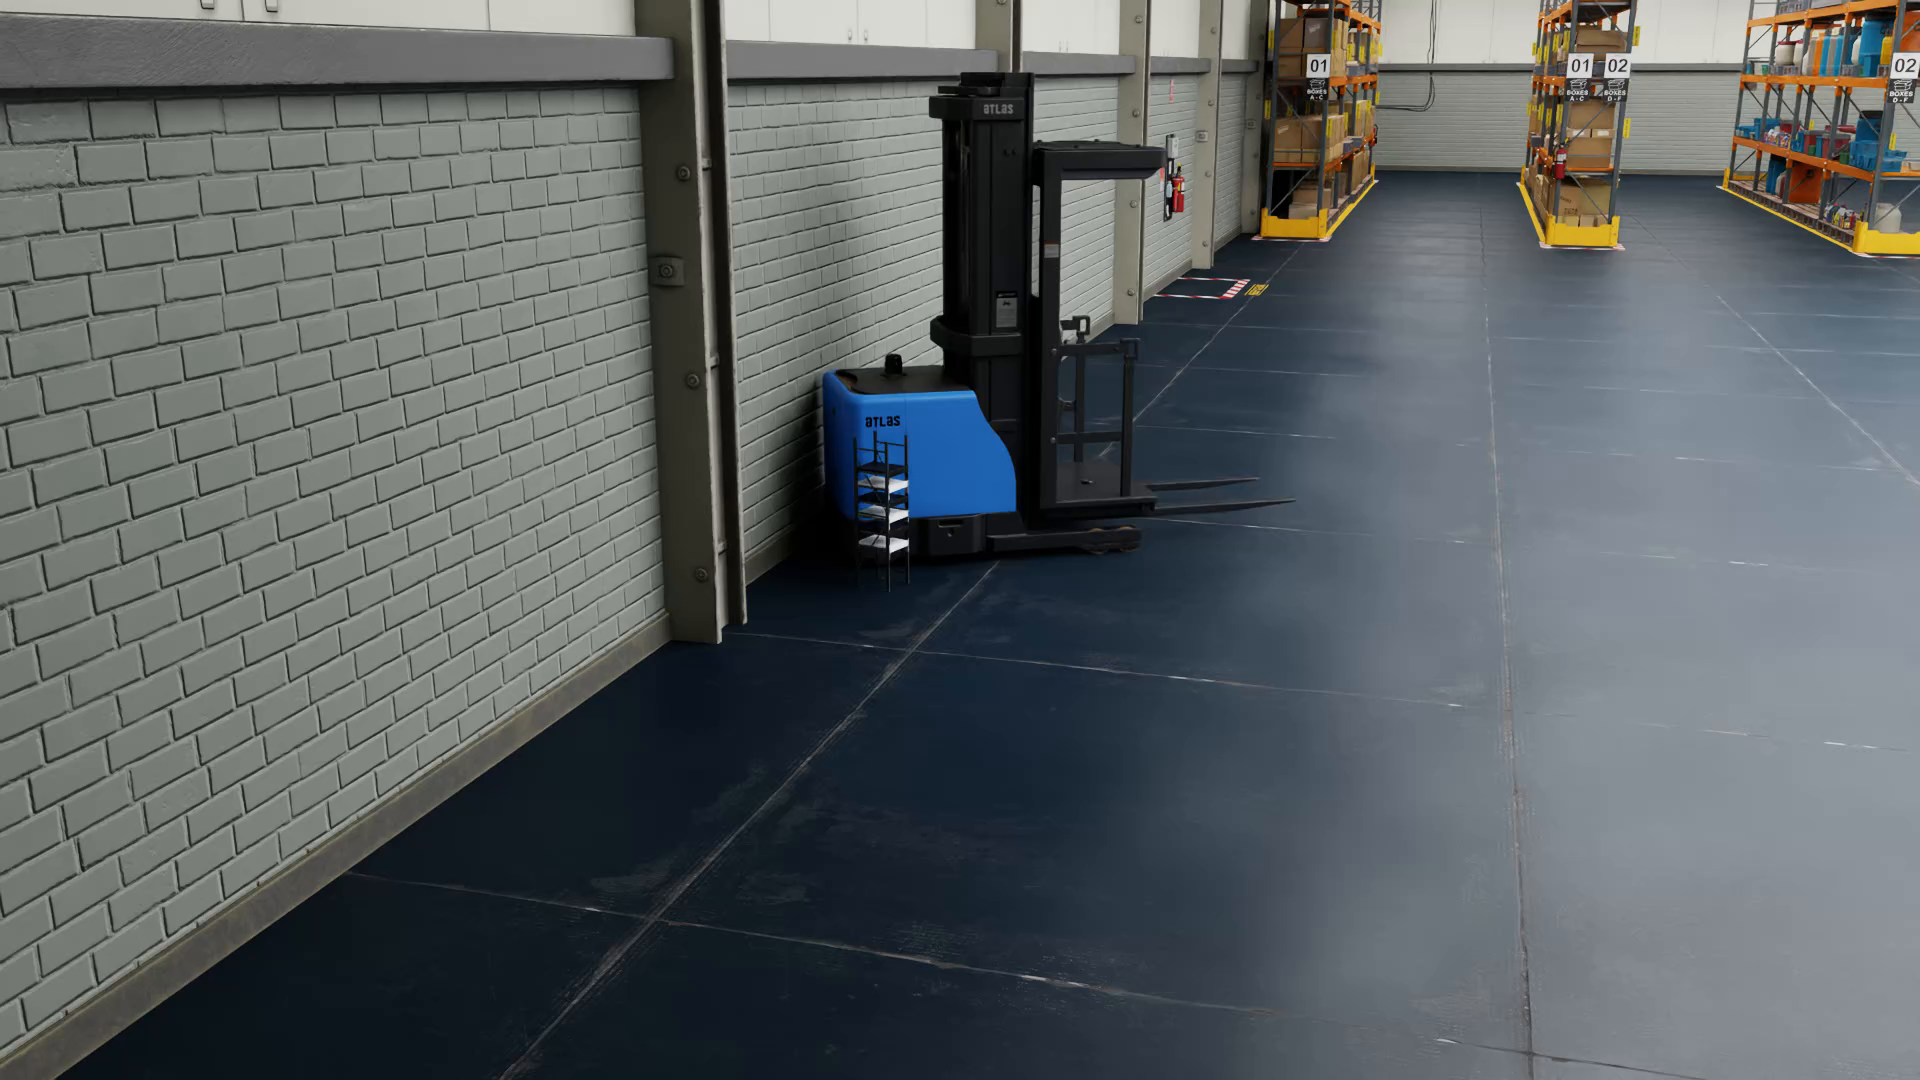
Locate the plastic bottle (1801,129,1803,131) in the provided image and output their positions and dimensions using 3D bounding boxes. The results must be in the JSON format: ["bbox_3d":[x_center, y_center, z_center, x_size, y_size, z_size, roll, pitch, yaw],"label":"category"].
[{"bbox_3d":[18.837,-9.025,37.240,0.144,0.351,0.185,5,16,16],"label":"plastic bottle"}]

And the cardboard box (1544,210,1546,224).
[{"bbox_3d":[10.957,-5.902,30.410,0.500,0.250,0.500,5,16,16],"label":"cardboard box"}]

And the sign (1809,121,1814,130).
[{"bbox_3d":[19.503,-9.441,38.112,0.100,0.325,0.005,5,16,16],"label":"sign"}]

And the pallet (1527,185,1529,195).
[{"bbox_3d":[14.424,-8.574,40.673,1.003,0.211,1.213,5,16,16],"label":"pallet"}]

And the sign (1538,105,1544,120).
[{"bbox_3d":[12.568,-9.248,35.962,0.100,0.325,0.005,5,16,16],"label":"sign"}]

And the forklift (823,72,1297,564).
[{"bbox_3d":[0.670,-1.454,10.583,3.031,2.935,1.130,-4,16,-13],"label":"forklift"}]

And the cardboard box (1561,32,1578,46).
[{"bbox_3d":[11.365,-8.984,30.296,0.797,0.503,0.637,7,17,22],"label":"cardboard box"}]

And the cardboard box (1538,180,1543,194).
[{"bbox_3d":[12.080,-7.188,33.915,0.500,0.311,0.500,5,16,16],"label":"cardboard box"}]

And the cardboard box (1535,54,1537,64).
[{"bbox_3d":[14.820,-12.150,42.030,0.500,0.250,0.500,5,16,16],"label":"cardboard box"}]

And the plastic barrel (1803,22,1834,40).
[{"bbox_3d":[18.637,-10.779,36.150,0.600,0.901,0.708,5,16,16],"label":"plastic barrel"}]

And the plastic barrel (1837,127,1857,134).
[{"bbox_3d":[17.516,-7.862,32.802,0.433,0.535,0.433,0,16,0],"label":"plastic barrel"}]

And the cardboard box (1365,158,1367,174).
[{"bbox_3d":[10.226,-9.712,43.385,0.700,0.500,0.500,4,16,14],"label":"cardboard box"}]

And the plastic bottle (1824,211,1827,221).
[{"bbox_3d":[16.162,-6.048,30.976,0.097,0.201,0.097,0,16,0],"label":"plastic bottle"}]

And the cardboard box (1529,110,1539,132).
[{"bbox_3d":[13.879,-9.880,39.212,0.700,0.500,0.500,-1,16,-3],"label":"cardboard box"}]

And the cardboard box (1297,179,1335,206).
[{"bbox_3d":[7.397,-7.230,34.595,0.700,0.500,0.500,5,17,18],"label":"cardboard box"}]

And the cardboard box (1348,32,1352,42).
[{"bbox_3d":[8.959,-11.818,39.136,0.500,0.250,0.500,4,16,14],"label":"cardboard box"}]

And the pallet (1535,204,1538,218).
[{"bbox_3d":[12.471,-6.818,34.480,1.003,0.211,1.213,5,16,16],"label":"pallet"}]

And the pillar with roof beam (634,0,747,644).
[{"bbox_3d":[2.744,-3.504,6.691,9.100,9.000,0.400,5,16,16],"label":"pillar with roof beam"}]

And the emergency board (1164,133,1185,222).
[{"bbox_3d":[2.993,-5.017,23.020,0.194,1.169,0.643,5,16,16],"label":"emergency board"}]

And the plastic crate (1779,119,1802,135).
[{"bbox_3d":[19.470,-9.625,39.040,0.402,0.464,0.583,5,16,16],"label":"plastic crate"}]

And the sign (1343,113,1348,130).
[{"bbox_3d":[7.726,-8.403,33.372,0.100,0.325,0.005,5,16,16],"label":"sign"}]

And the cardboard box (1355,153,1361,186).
[{"bbox_3d":[9.167,-8.874,39.790,0.750,0.750,0.750,5,17,18],"label":"cardboard box"}]

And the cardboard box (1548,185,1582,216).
[{"bbox_3d":[10.685,-6.000,29.382,0.500,0.500,0.500,5,16,16],"label":"cardboard box"}]

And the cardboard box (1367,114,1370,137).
[{"bbox_3d":[9.860,-10.595,42.137,0.980,0.700,0.700,4,16,14],"label":"cardboard box"}]

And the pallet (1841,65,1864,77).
[{"bbox_3d":[16.591,-8.414,29.847,1.213,0.211,1.003,5,16,16],"label":"pallet"}]

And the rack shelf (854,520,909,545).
[{"bbox_3d":[-0.461,-0.049,9.804,0.258,0.077,0.200,10,19,31],"label":"rack shelf"}]

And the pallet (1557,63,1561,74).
[{"bbox_3d":[11.737,-8.819,31.089,1.003,0.211,1.213,5,16,16],"label":"pallet"}]

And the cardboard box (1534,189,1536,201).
[{"bbox_3d":[12.518,-7.323,35.421,0.500,0.250,0.500,4,16,14],"label":"cardboard box"}]

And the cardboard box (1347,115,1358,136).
[{"bbox_3d":[8.724,-9.381,37.642,0.500,0.500,0.500,5,17,18],"label":"cardboard box"}]

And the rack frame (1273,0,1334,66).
[{"bbox_3d":[6.067,-9.866,29.123,1.000,3.000,0.127,5,16,16],"label":"rack frame"}]

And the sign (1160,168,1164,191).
[{"bbox_3d":[2.737,-4.897,22.534,0.001,0.329,0.234,5,16,16],"label":"sign"}]

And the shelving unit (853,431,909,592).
[{"bbox_3d":[-0.461,-0.167,9.770,0.258,0.900,0.210,10,19,31],"label":"shelving unit"}]

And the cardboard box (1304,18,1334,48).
[{"bbox_3d":[6.409,-9.044,29.668,0.500,0.500,0.500,3,16,12],"label":"cardboard box"}]

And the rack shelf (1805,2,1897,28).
[{"bbox_3d":[17.271,-10.129,32.101,1.077,0.370,4.000,5,16,16],"label":"rack shelf"}]

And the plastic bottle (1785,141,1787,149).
[{"bbox_3d":[17.661,-8.437,35.443,0.097,0.201,0.097,0,16,0],"label":"plastic bottle"}]

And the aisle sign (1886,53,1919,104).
[{"bbox_3d":[15.260,-7.467,26.893,0.394,0.787,0.004,5,16,16],"label":"aisle sign"}]

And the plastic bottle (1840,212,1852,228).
[{"bbox_3d":[15.765,-5.691,29.583,0.152,0.276,0.135,5,17,16],"label":"plastic bottle"}]

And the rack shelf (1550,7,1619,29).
[{"bbox_3d":[12.523,-10.514,33.459,1.077,0.370,4.000,5,16,16],"label":"rack shelf"}]

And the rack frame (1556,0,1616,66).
[{"bbox_3d":[11.954,-10.530,31.461,1.000,3.000,0.127,5,16,16],"label":"rack frame"}]

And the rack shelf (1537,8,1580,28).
[{"bbox_3d":[14.796,-12.798,40.784,1.077,0.370,4.000,5,16,16],"label":"rack shelf"}]

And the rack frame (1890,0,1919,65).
[{"bbox_3d":[15.565,-9.098,26.414,1.000,3.000,0.127,5,16,16],"label":"rack frame"}]

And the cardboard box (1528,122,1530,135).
[{"bbox_3d":[14.985,-10.735,42.998,0.500,0.500,0.500,5,17,17],"label":"cardboard box"}]

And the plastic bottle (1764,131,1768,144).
[{"bbox_3d":[18.425,-9.197,37.973,0.061,0.283,0.133,5,16,16],"label":"plastic bottle"}]

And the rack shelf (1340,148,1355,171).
[{"bbox_3d":[7.772,-8.204,35.574,1.077,0.370,4.000,5,16,16],"label":"rack shelf"}]

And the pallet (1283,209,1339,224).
[{"bbox_3d":[7.047,-6.507,33.382,1.003,0.211,1.213,5,16,16],"label":"pallet"}]

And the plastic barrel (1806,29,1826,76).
[{"bbox_3d":[17.397,-9.791,33.436,0.600,0.901,0.600,0,16,0],"label":"plastic barrel"}]

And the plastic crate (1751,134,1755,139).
[{"bbox_3d":[19.036,-9.561,39.437,0.437,0.125,0.590,5,16,16],"label":"plastic crate"}]

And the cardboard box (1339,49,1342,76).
[{"bbox_3d":[6.864,-8.965,31.221,0.500,0.500,0.500,6,17,19],"label":"cardboard box"}]

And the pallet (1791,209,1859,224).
[{"bbox_3d":[17.233,-6.445,33.167,1.003,0.211,1.213,5,16,16],"label":"pallet"}]

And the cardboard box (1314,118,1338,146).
[{"bbox_3d":[6.794,-7.643,31.143,0.500,0.500,0.500,4,16,14],"label":"cardboard box"}]

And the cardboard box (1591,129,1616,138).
[{"bbox_3d":[11.135,-7.043,28.791,0.380,0.149,0.250,5,16,15],"label":"cardboard box"}]

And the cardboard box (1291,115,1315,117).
[{"bbox_3d":[6.719,-8.083,32.694,0.500,0.500,0.500,5,16,16],"label":"cardboard box"}]

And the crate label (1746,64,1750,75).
[{"bbox_3d":[19.540,-11.553,40.839,0.408,0.251,0.502,5,16,16],"label":"crate label"}]

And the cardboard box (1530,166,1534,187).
[{"bbox_3d":[13.857,-8.638,39.561,0.500,0.500,0.500,4,16,13],"label":"cardboard box"}]
